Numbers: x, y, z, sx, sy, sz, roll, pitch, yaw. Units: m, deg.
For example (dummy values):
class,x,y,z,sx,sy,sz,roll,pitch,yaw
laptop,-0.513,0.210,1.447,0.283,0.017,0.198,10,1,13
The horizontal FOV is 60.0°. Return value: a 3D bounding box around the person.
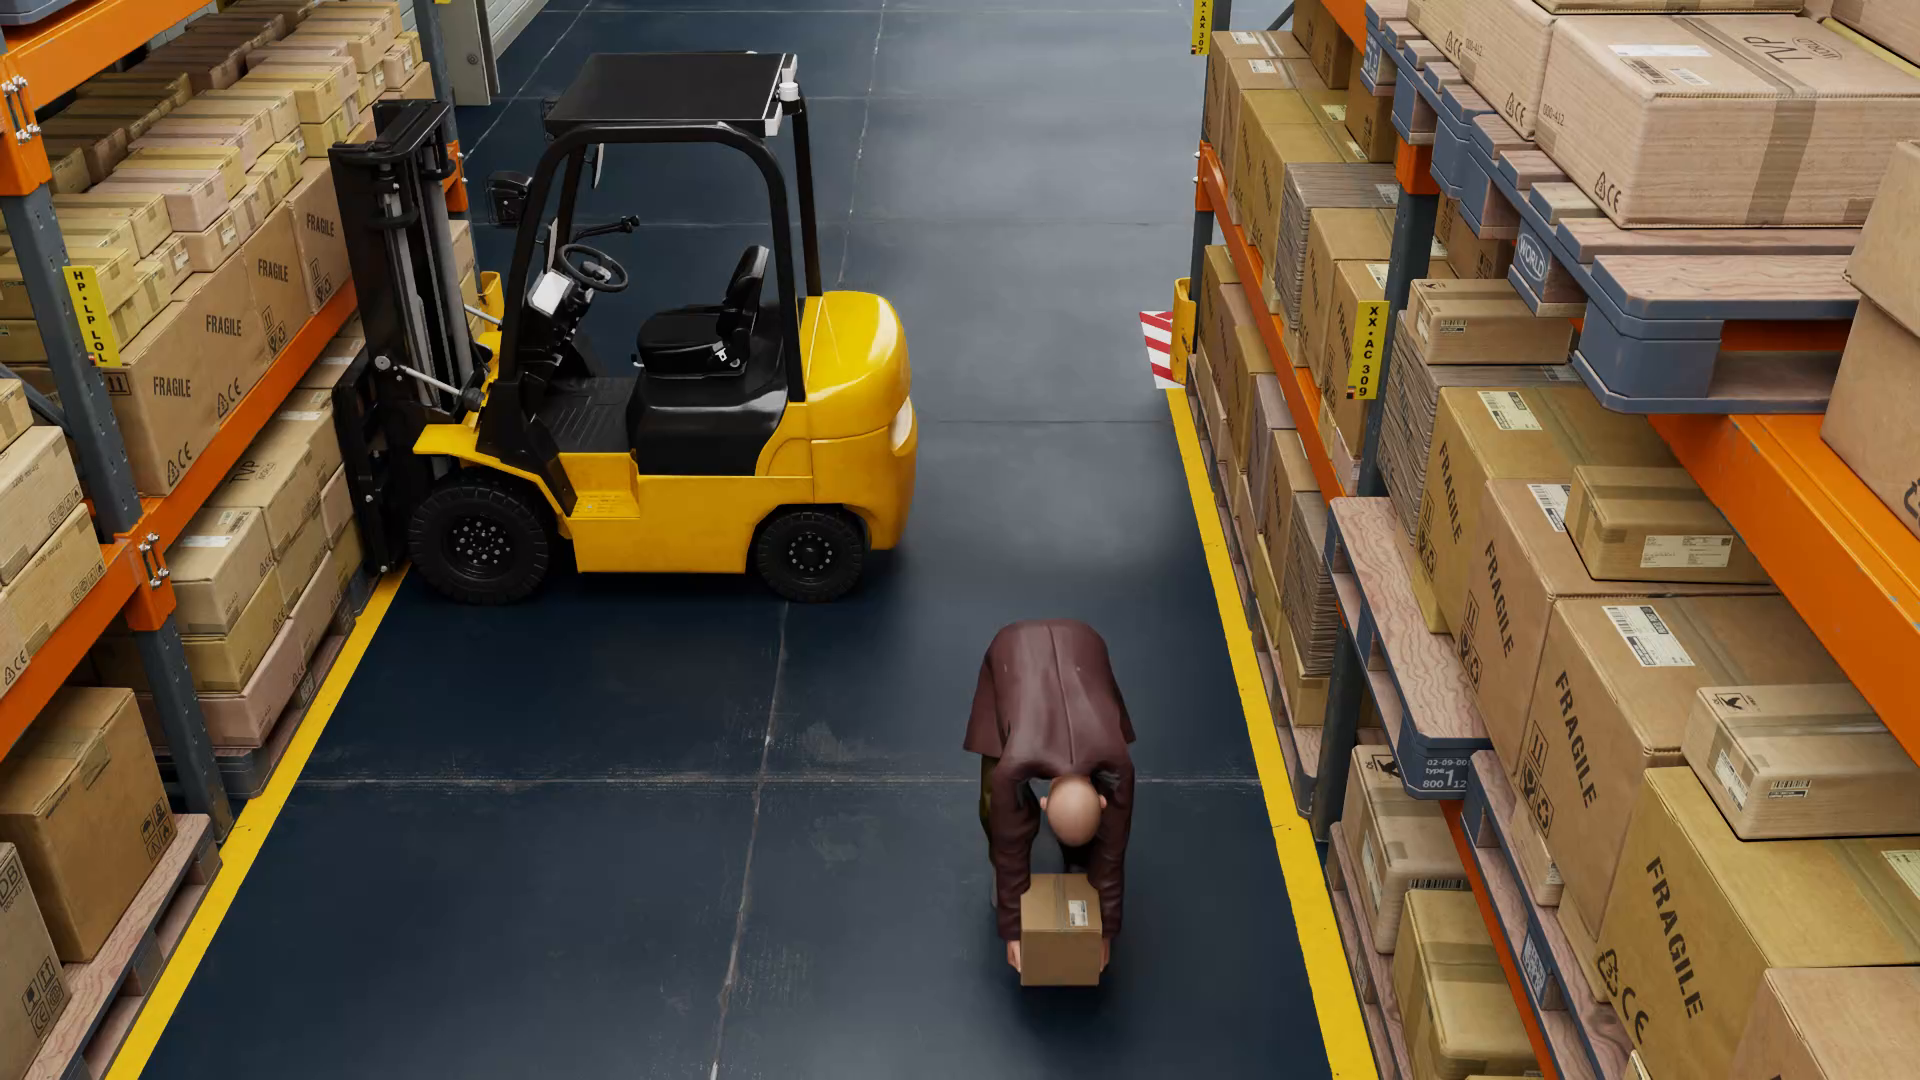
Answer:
class,x,y,z,sx,sy,sz,roll,pitch,yaw
person,0.312,0.849,5.442,0.585,1.052,0.946,-2,31,-4
